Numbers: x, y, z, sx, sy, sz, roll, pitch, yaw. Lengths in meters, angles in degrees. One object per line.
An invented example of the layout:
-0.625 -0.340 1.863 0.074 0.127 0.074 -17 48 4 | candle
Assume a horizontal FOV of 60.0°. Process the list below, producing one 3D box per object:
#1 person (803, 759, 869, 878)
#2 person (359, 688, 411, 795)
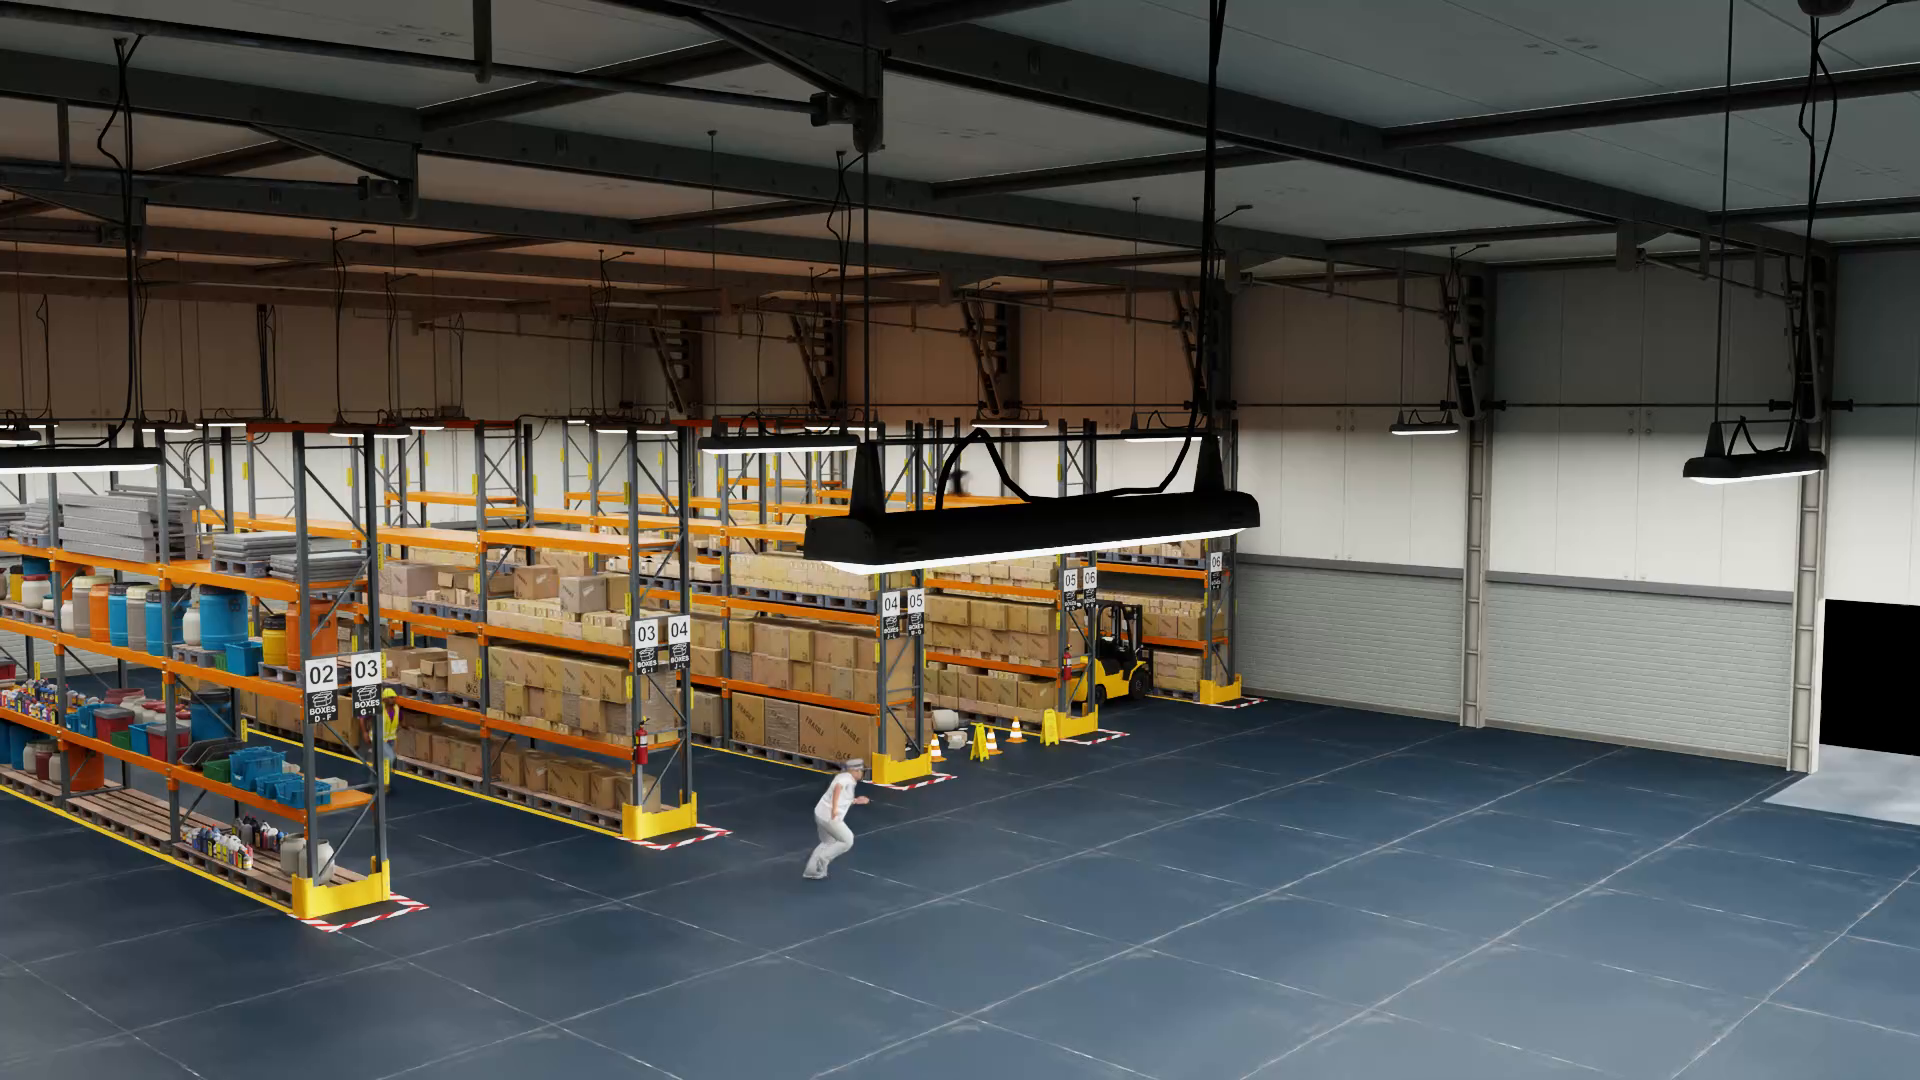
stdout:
-1.629 3.729 22.142 0.924 1.575 0.704 -1 5 -16 | person
-9.397 3.267 27.107 0.839 1.727 0.722 3 6 33 | person
